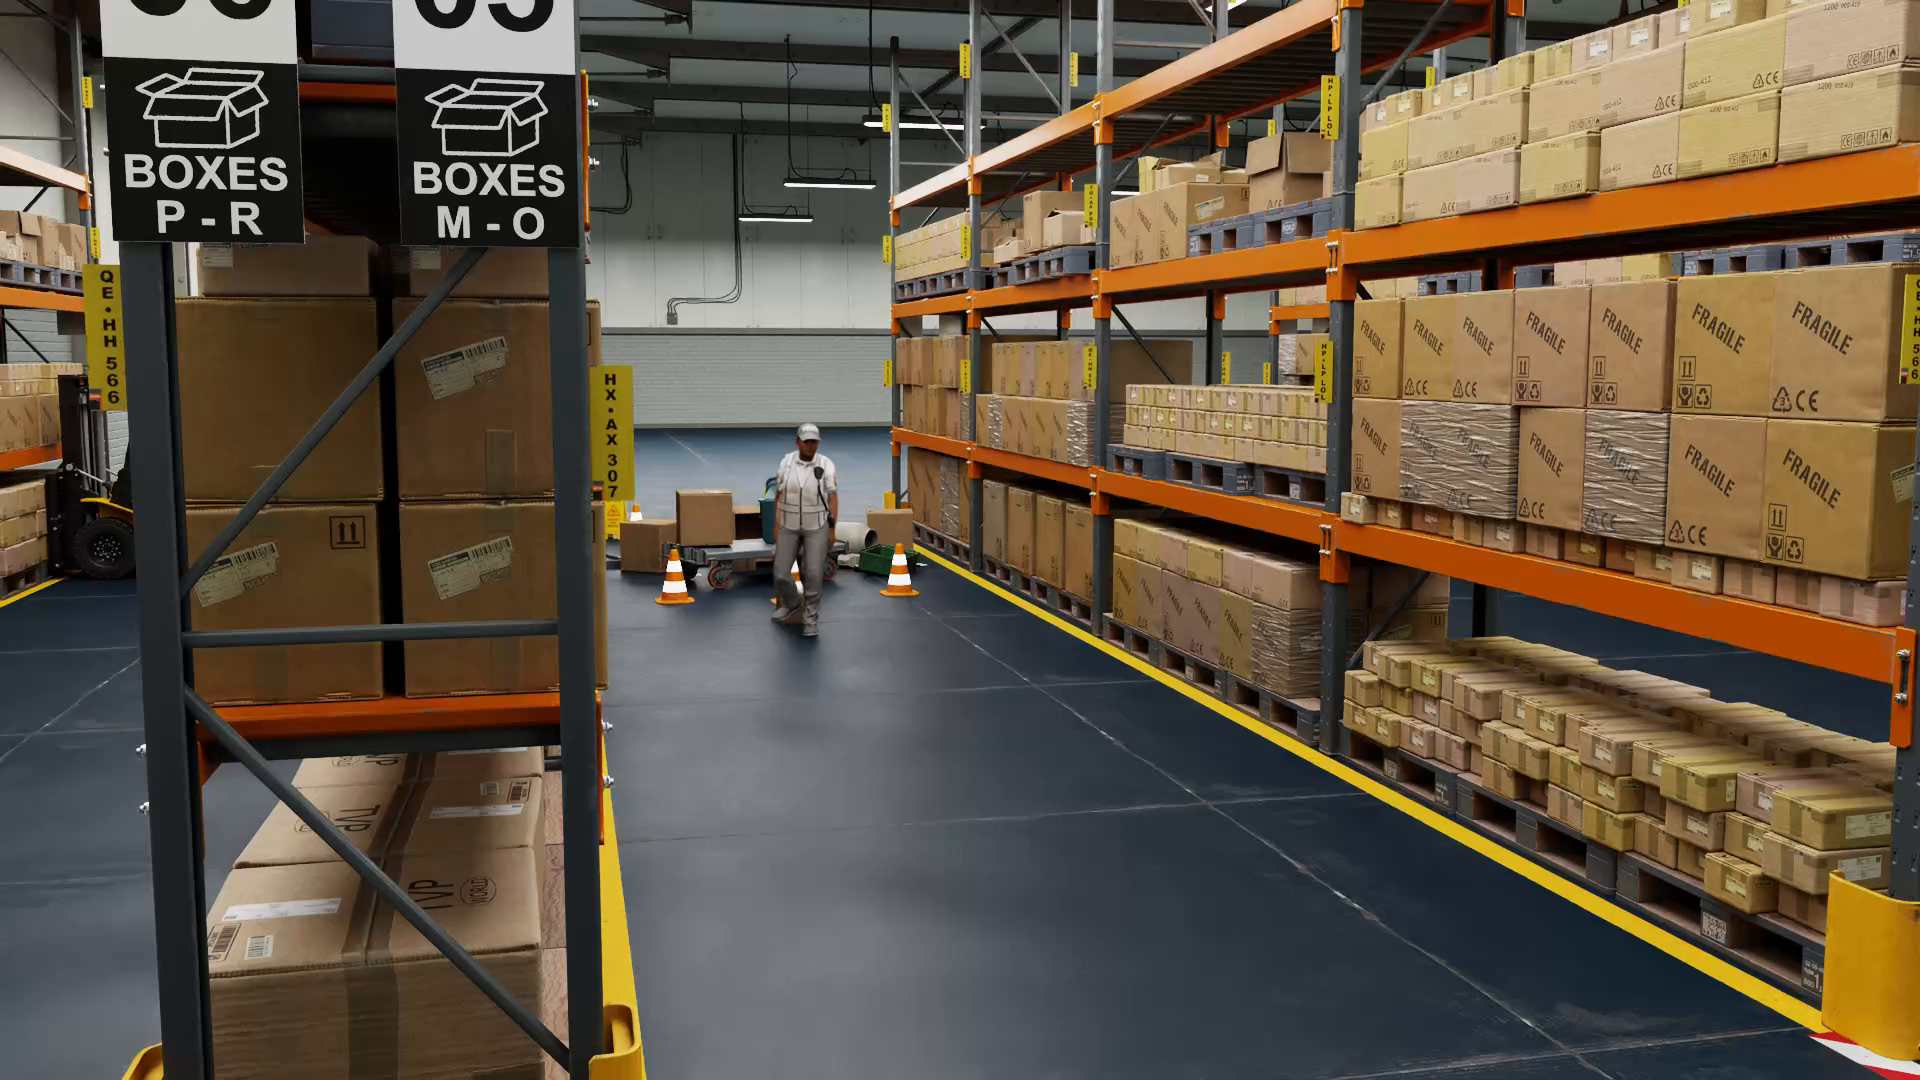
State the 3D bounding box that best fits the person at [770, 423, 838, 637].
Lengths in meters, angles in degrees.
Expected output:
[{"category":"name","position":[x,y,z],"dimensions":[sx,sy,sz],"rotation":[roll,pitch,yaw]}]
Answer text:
[{"category":"person","position":[-1.223,-0.085,12.933],"dimensions":[0.557,1.656,0.572],"rotation":[0,6,2]}]
